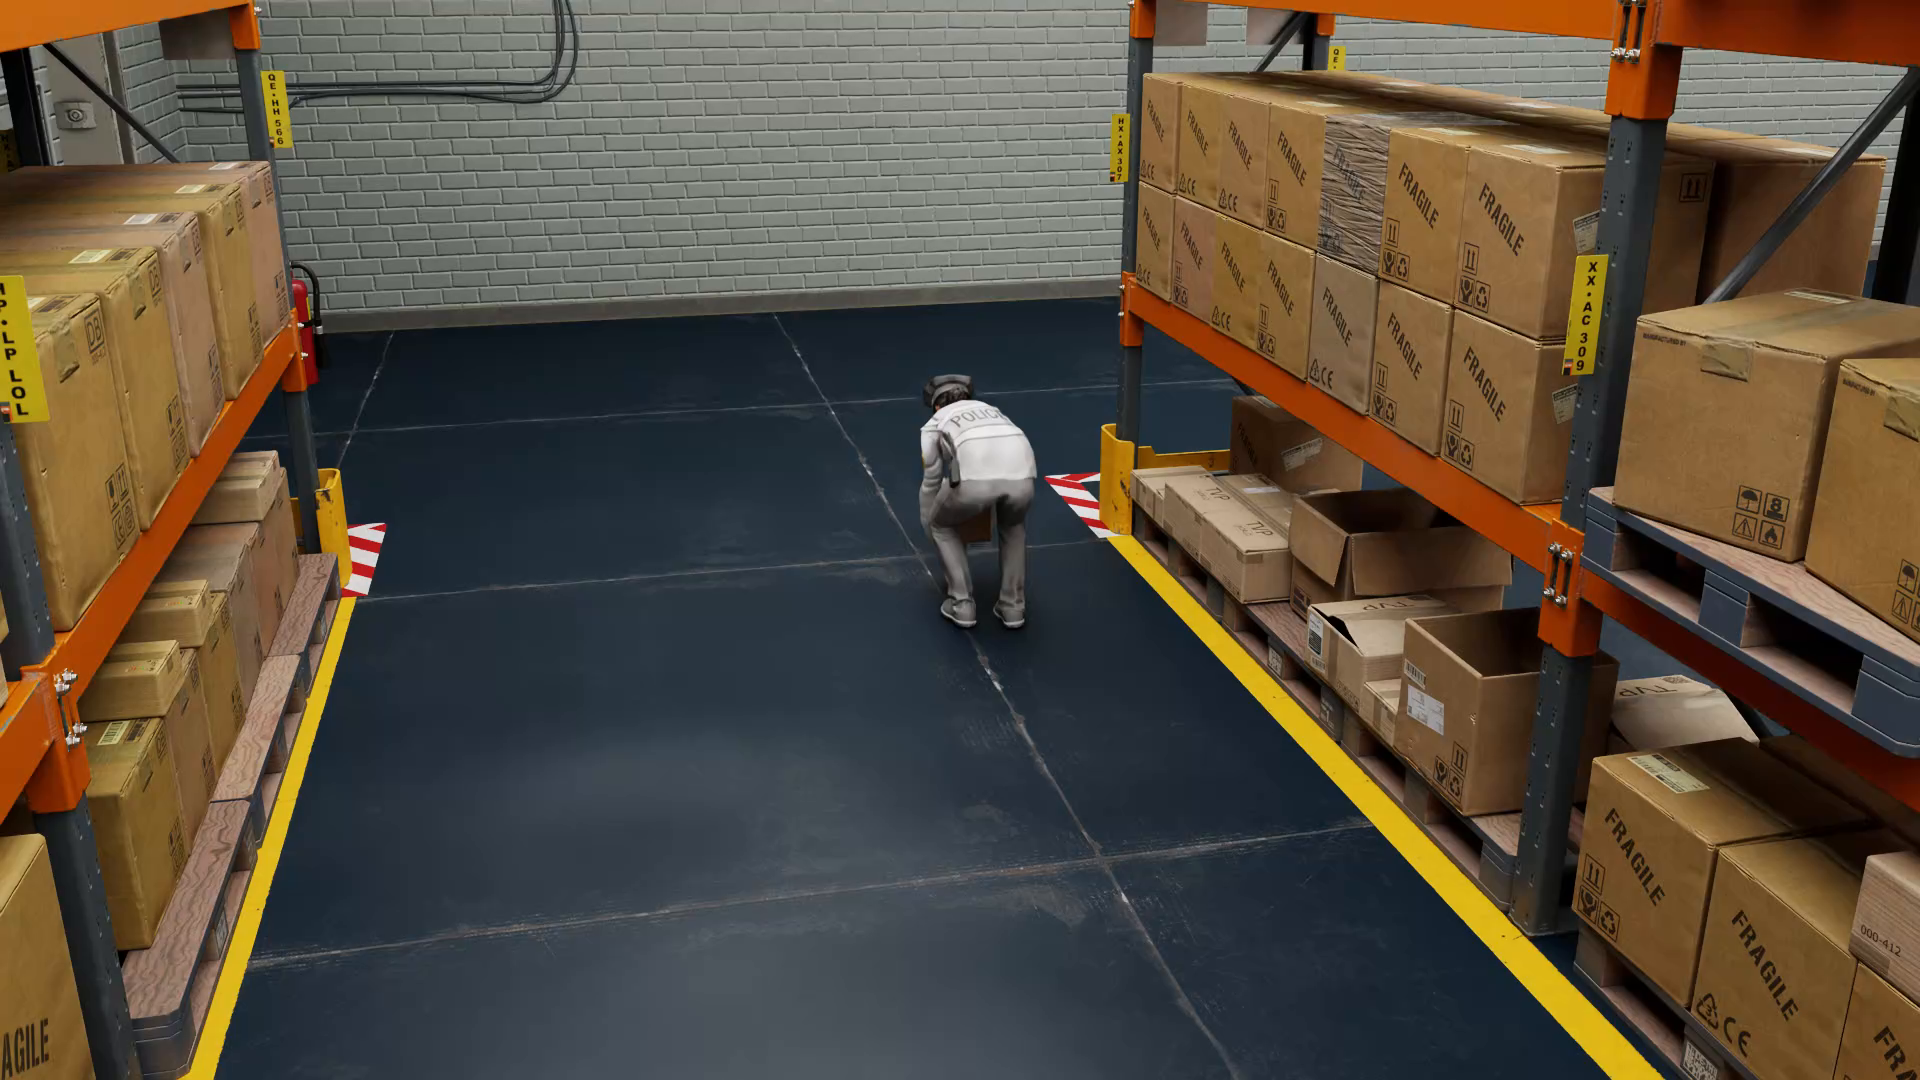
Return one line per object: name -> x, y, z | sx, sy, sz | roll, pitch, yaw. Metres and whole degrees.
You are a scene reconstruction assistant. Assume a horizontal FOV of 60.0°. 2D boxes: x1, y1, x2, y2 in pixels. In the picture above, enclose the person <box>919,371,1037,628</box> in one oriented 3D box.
person -> 0.064, -0.182, 7.493 | 0.445, 1.049, 0.921 | -5, 20, -15
